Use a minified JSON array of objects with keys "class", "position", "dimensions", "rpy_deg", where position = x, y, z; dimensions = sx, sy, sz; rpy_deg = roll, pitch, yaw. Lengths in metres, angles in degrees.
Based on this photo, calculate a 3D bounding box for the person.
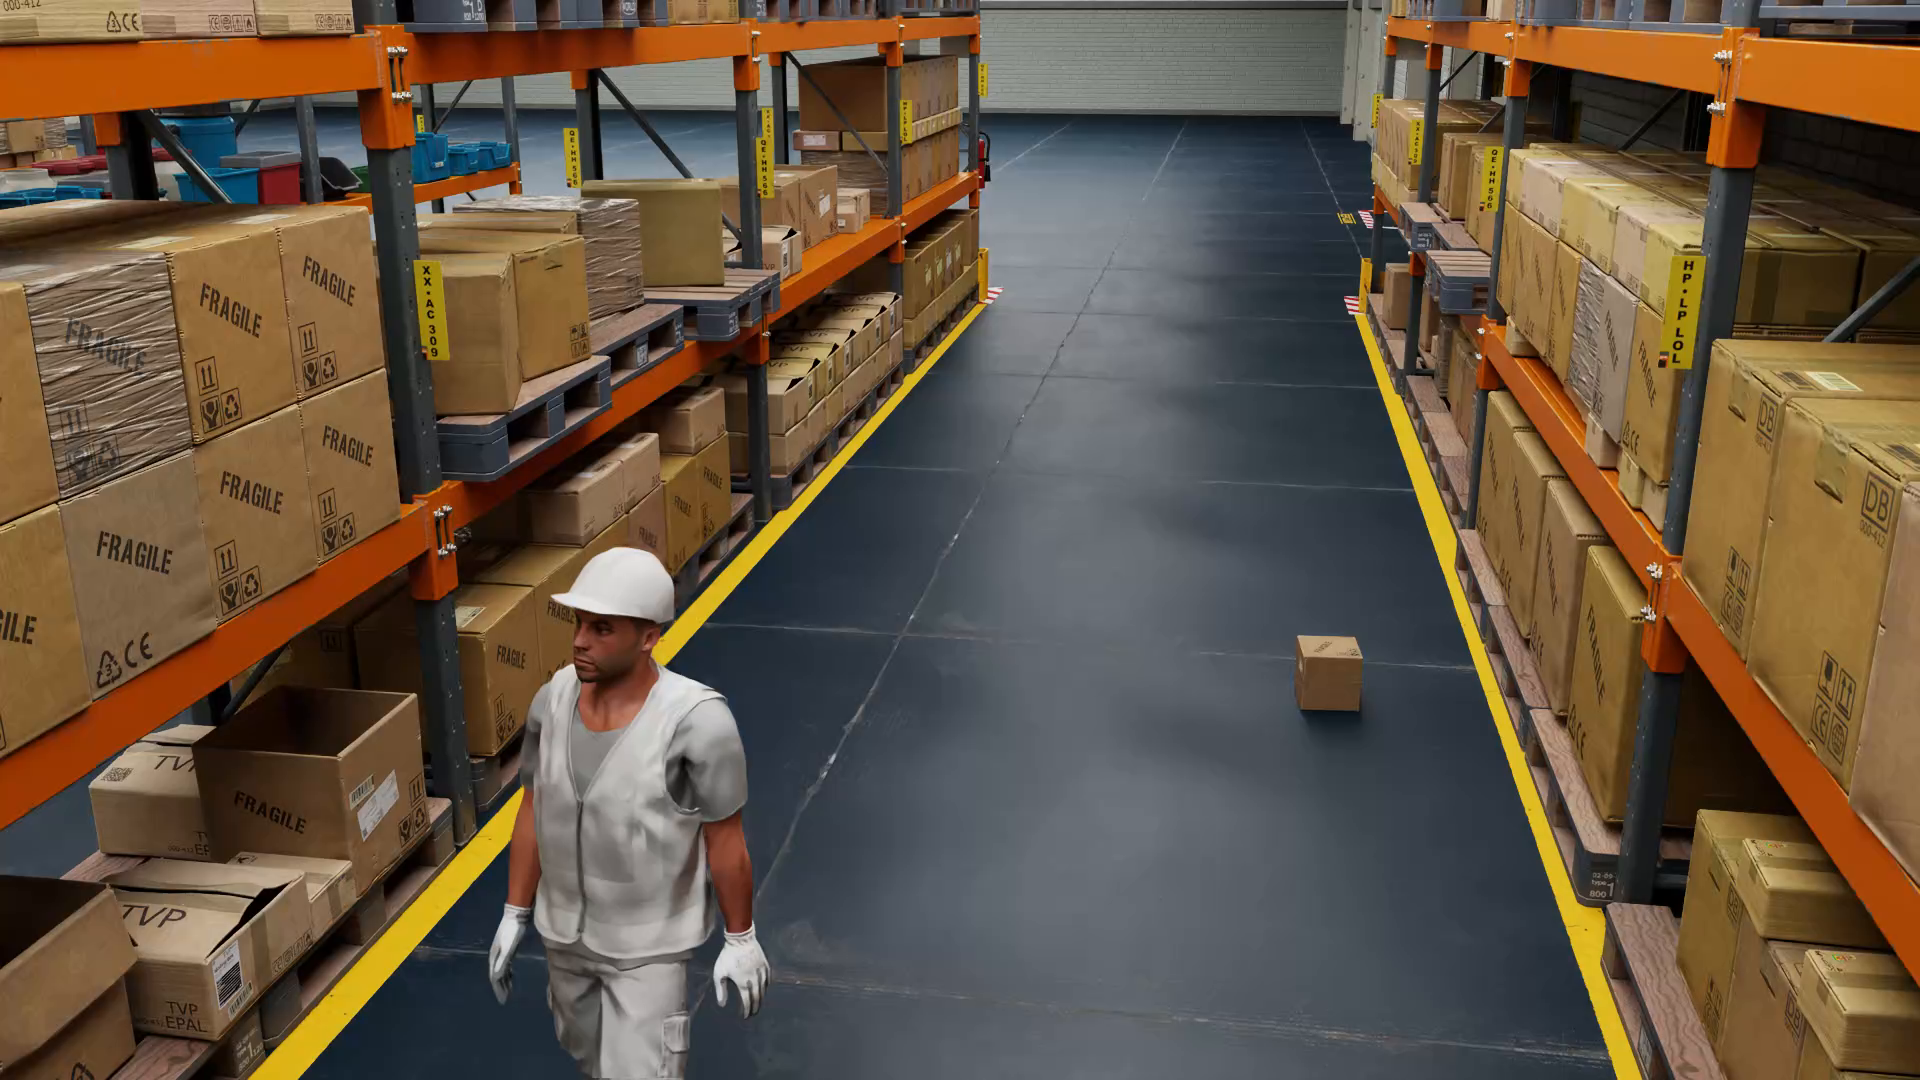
[{"class":"person","position":[-0.753,0.917,3.644],"dimensions":[0.589,1.833,0.501],"rpy_deg":[8,19,24]}]
